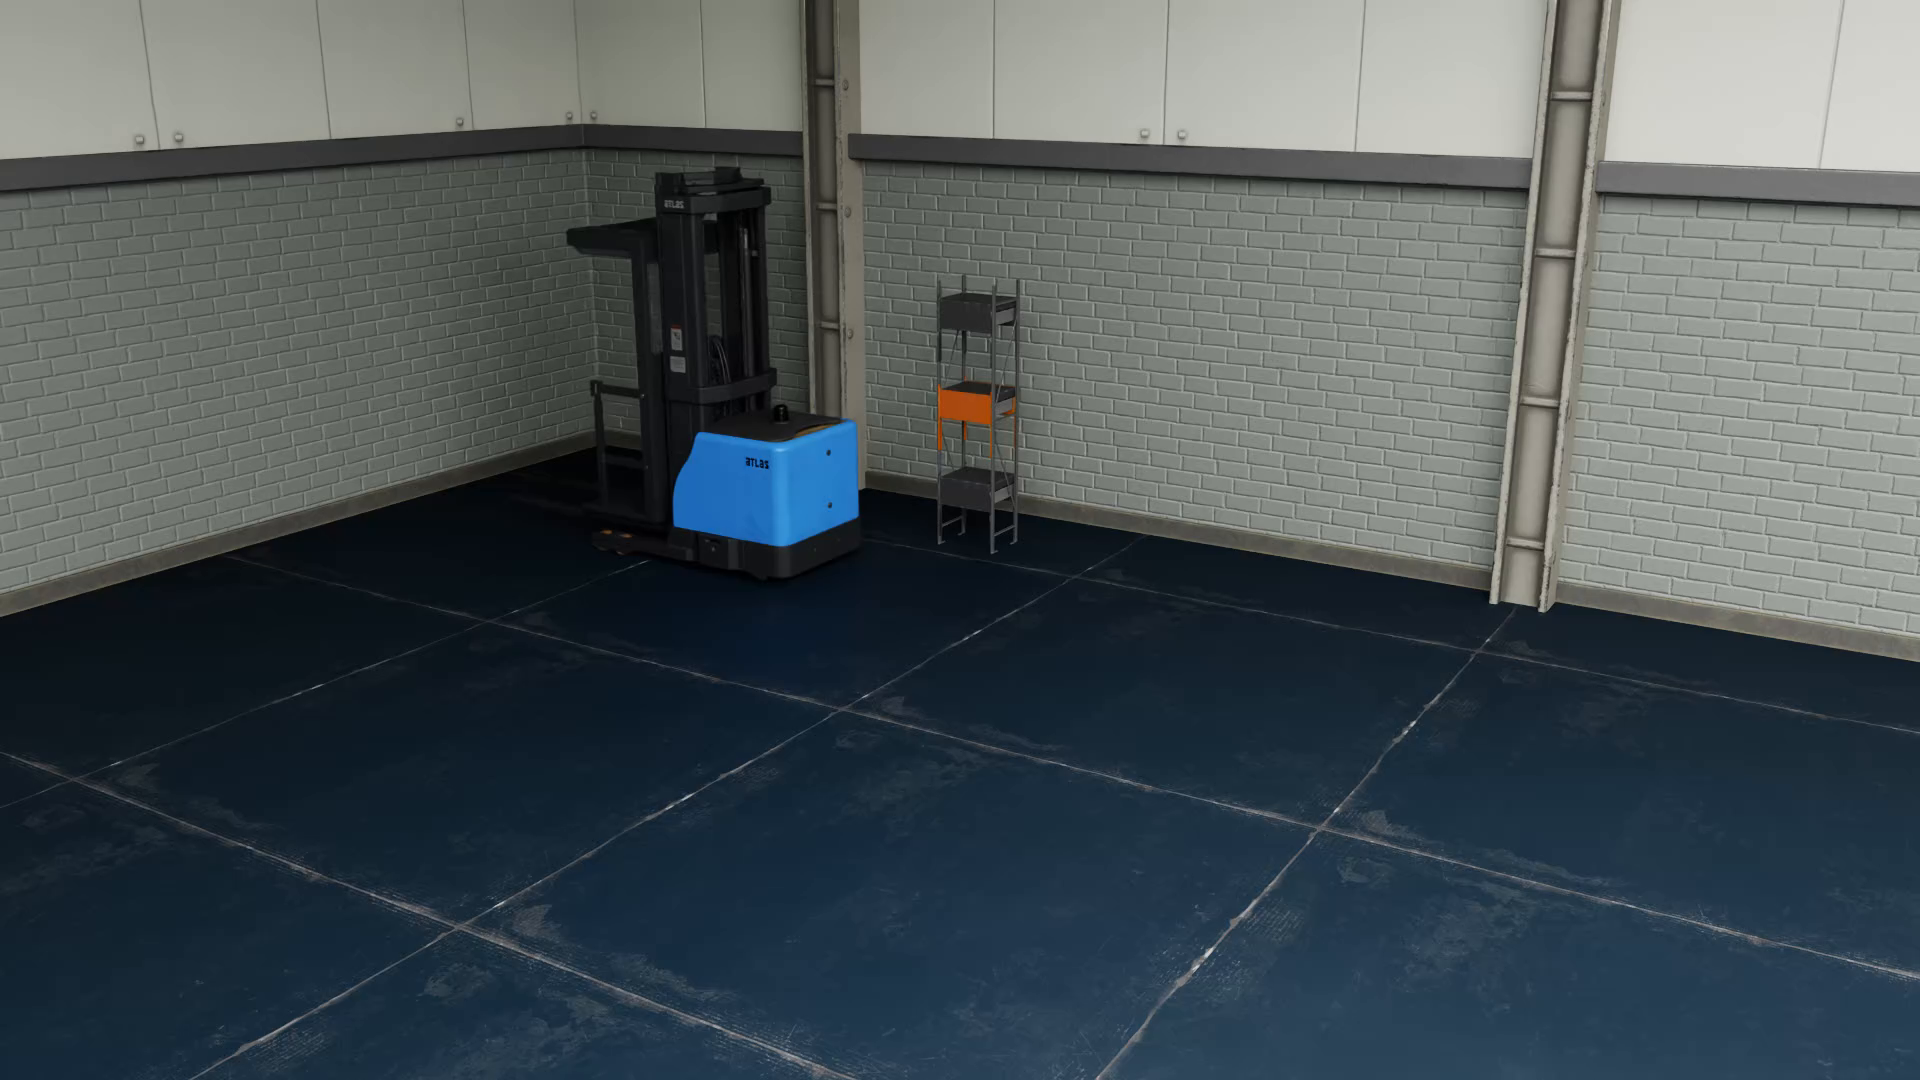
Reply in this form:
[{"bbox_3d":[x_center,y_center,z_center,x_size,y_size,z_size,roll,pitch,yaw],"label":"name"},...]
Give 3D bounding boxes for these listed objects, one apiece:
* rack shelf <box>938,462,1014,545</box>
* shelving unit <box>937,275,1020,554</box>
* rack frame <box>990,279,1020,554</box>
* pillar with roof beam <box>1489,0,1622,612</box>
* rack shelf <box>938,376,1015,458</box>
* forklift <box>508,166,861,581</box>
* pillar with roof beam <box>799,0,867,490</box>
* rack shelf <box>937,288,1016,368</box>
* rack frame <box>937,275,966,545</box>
[{"bbox_3d":[0.141,-0.297,13.201,0.480,0.518,0.431,10,20,30],"label":"rack shelf"},{"bbox_3d":[0.141,-0.979,12.993,0.503,2.100,0.431,10,20,30],"label":"shelving unit"},{"bbox_3d":[0.349,-0.942,12.871,0.015,2.100,0.400,10,20,30],"label":"rack frame"},{"bbox_3d":[1.780,-2.797,7.107,0.400,9.000,9.100,10,20,30],"label":"pillar with roof beam"},{"bbox_3d":[0.141,-0.966,12.997,0.480,0.518,0.431,10,20,30],"label":"rack shelf"},{"bbox_3d":[-2.295,-1.402,12.955,3.031,2.935,1.130,10,20,30],"label":"forklift"},{"bbox_3d":[-3.333,-3.710,10.112,0.400,9.000,9.100,10,20,30],"label":"pillar with roof beam"},{"bbox_3d":[0.141,-1.636,12.794,0.480,0.518,0.431,10,20,30],"label":"rack shelf"},{"bbox_3d":[-0.067,-1.017,13.115,0.015,2.100,0.400,10,20,30],"label":"rack frame"}]
